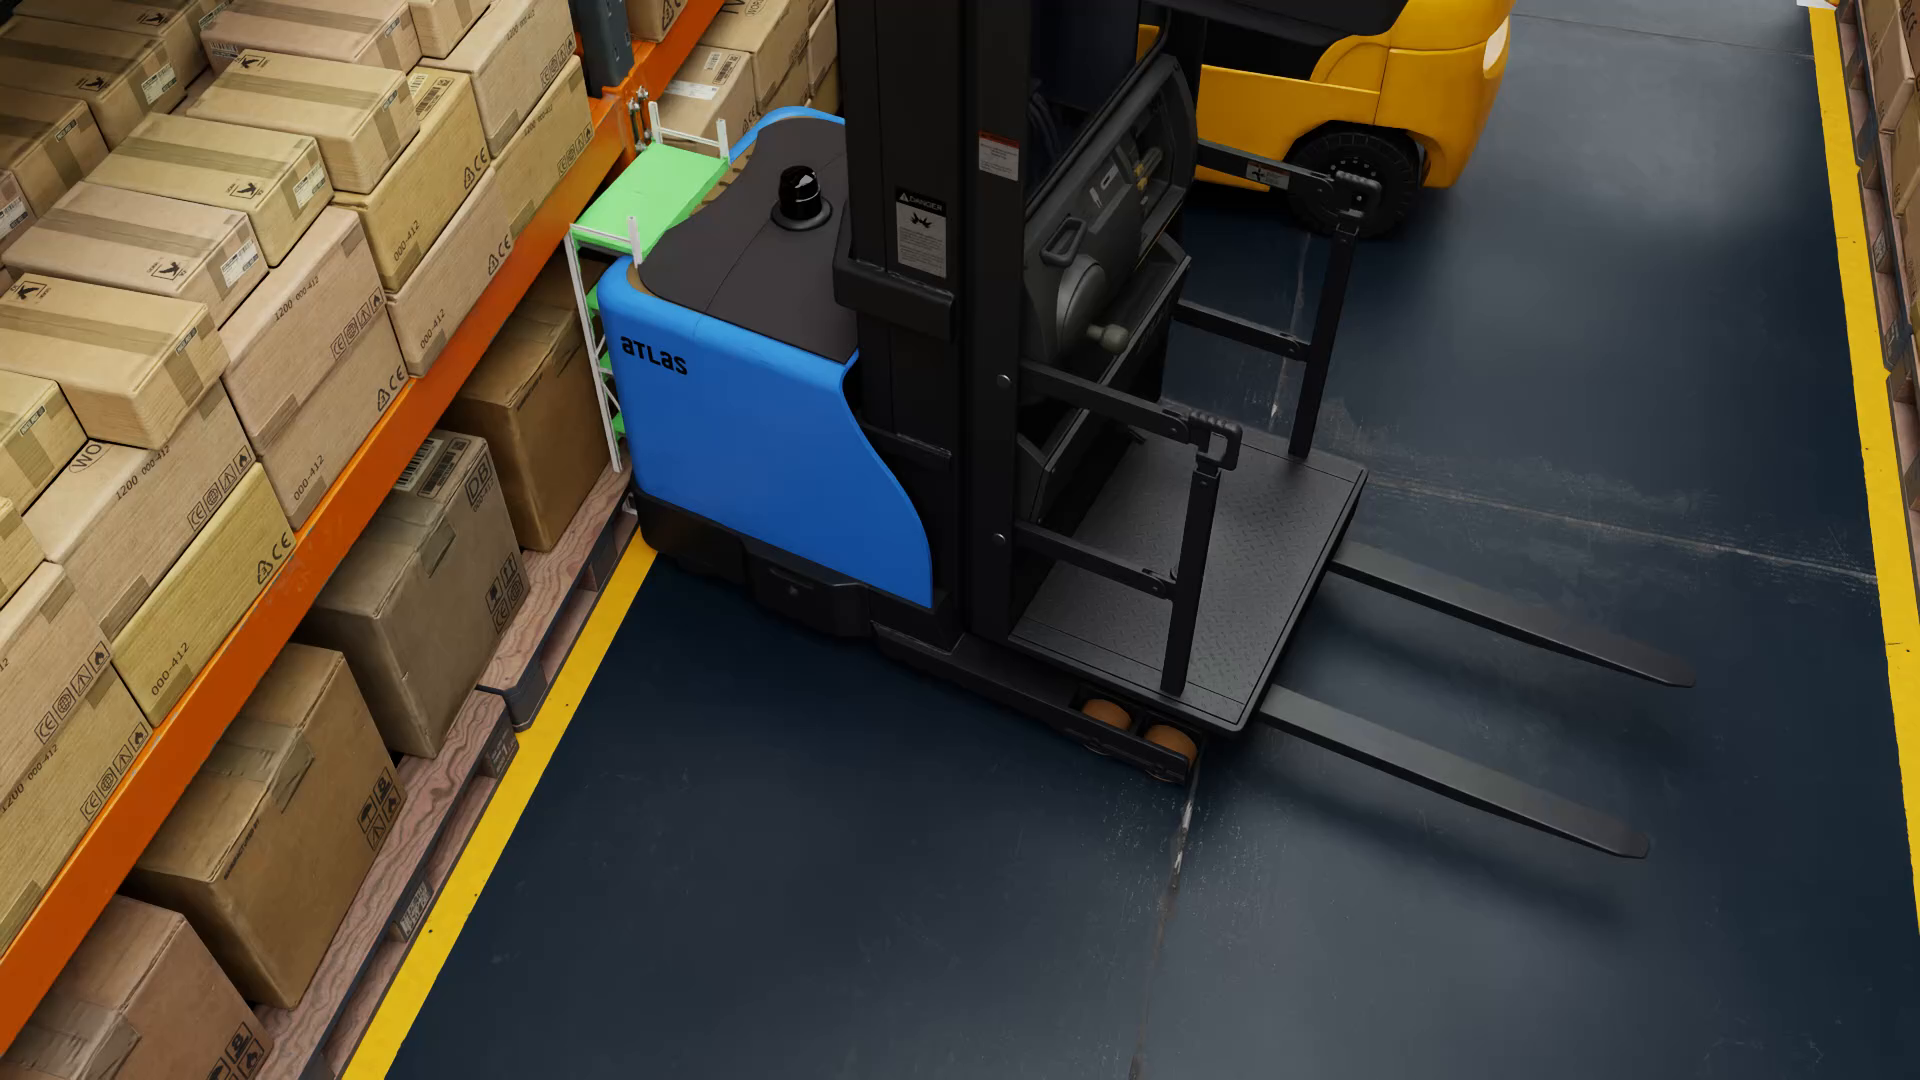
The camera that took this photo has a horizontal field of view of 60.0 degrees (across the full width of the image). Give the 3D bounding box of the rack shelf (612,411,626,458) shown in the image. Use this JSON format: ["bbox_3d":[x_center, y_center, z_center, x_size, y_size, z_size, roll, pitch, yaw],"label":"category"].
[{"bbox_3d":[-0.866,-0.430,5.200,0.258,0.148,0.480,17,50,15],"label":"rack shelf"}]

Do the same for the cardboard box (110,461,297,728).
[{"bbox_3d":[-1.705,0.049,3.306,0.500,0.250,0.500,13,50,11],"label":"cardboard box"}]

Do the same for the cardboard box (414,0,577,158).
[{"bbox_3d":[-1.291,-1.219,4.092,0.500,0.250,0.500,11,49,9],"label":"cardboard box"}]

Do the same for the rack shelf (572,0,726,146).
[{"bbox_3d":[-0.882,-2.718,6.128,1.077,0.370,4.000,12,50,10],"label":"rack shelf"}]

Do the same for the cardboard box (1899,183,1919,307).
[{"bbox_3d":[3.546,-0.996,5.682,0.500,0.250,0.500,12,50,11],"label":"cardboard box"}]

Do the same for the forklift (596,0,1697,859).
[{"bbox_3d":[0.555,-0.754,3.961,3.031,2.935,1.130,21,52,18],"label":"forklift"}]

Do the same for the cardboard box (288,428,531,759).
[{"bbox_3d":[-1.747,0.077,4.485,0.875,0.625,0.625,11,50,10],"label":"cardboard box"}]

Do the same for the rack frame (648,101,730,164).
[{"bbox_3d":[-0.771,-0.801,5.128,0.240,1.200,0.015,17,50,15],"label":"rack frame"}]

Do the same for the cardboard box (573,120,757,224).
[{"bbox_3d":[-0.984,-1.193,5.522,0.500,0.250,0.500,11,50,10],"label":"cardboard box"}]

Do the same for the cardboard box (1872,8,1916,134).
[{"bbox_3d":[3.813,-1.758,6.355,0.500,0.250,0.500,13,50,11],"label":"cardboard box"}]

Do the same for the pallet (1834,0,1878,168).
[{"bbox_3d":[4.166,-1.867,6.757,1.003,0.211,1.213,12,50,10],"label":"pallet"}]

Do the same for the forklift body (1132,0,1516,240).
[{"bbox_3d":[0.905,-2.390,5.925,2.313,2.155,1.214,12,50,10],"label":"forklift body"}]

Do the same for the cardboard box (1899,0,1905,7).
[{"bbox_3d":[3.949,-2.357,6.383,0.500,0.500,0.500,10,49,9],"label":"cardboard box"}]

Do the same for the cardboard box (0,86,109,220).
[{"bbox_3d":[-2.033,-0.817,3.471,0.380,0.149,0.250,12,50,10],"label":"cardboard box"}]

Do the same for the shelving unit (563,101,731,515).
[{"bbox_3d":[-0.866,-0.635,4.976,0.258,1.200,0.503,17,50,15],"label":"shelving unit"}]

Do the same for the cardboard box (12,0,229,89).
[{"bbox_3d":[-1.896,-1.181,3.792,0.380,0.149,0.250,11,50,10],"label":"cardboard box"}]

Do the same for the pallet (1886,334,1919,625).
[{"bbox_3d":[3.524,-0.102,5.200,1.003,0.211,1.213,12,50,10],"label":"pallet"}]

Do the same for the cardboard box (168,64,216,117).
[{"bbox_3d":[-1.932,-0.947,3.852,0.500,0.250,0.500,11,50,10],"label":"cardboard box"}]

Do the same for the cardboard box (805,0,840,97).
[{"bbox_3d":[-0.710,-1.919,6.163,0.500,0.250,0.500,11,50,10],"label":"cardboard box"}]

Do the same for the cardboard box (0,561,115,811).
[{"bbox_3d":[-1.821,0.259,2.788,0.500,0.250,0.500,10,49,9],"label":"cardboard box"}]

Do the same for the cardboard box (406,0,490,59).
[{"bbox_3d":[-1.335,-1.276,3.876,0.380,0.149,0.250,11,49,9],"label":"cardboard box"}]

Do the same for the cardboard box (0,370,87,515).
[{"bbox_3d":[-1.789,-0.179,2.908,0.380,0.149,0.250,12,50,10],"label":"cardboard box"}]

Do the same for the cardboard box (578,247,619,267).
[{"bbox_3d":[-0.962,-1.023,5.706,0.500,0.250,0.500,12,50,10],"label":"cardboard box"}]

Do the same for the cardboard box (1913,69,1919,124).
[{"bbox_3d":[3.676,-1.616,5.730,0.500,0.500,0.500,12,50,11],"label":"cardboard box"}]

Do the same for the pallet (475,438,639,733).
[{"bbox_3d":[-1.565,-0.046,5.150,1.003,0.211,1.213,12,50,10],"label":"pallet"}]

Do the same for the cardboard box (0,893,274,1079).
[{"bbox_3d":[-2.120,1.108,3.575,0.875,0.625,0.625,13,50,11],"label":"cardboard box"}]

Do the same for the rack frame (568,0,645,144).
[{"bbox_3d":[-1.409,-1.509,4.581,1.000,3.000,0.127,12,50,10],"label":"rack frame"}]

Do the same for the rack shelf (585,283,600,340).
[{"bbox_3d":[-0.866,-0.754,4.846,0.258,0.148,0.480,17,50,15],"label":"rack shelf"}]

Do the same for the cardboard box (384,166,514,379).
[{"bbox_3d":[-1.416,-0.679,3.948,0.500,0.250,0.500,11,50,10],"label":"cardboard box"}]

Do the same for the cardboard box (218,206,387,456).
[{"bbox_3d":[-1.560,-0.477,3.437,0.500,0.250,0.500,12,50,11],"label":"cardboard box"}]

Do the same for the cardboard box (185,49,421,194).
[{"bbox_3d":[-1.391,-0.893,3.538,0.380,0.149,0.250,10,49,9],"label":"cardboard box"}]

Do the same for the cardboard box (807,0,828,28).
[{"bbox_3d":[-0.715,-2.087,5.978,0.500,0.250,0.500,13,50,11],"label":"cardboard box"}]

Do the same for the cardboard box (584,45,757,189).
[{"bbox_3d":[-0.979,-1.357,5.334,0.500,0.250,0.500,11,49,9],"label":"cardboard box"}]

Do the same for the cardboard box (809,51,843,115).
[{"bbox_3d":[-0.723,-1.768,6.364,0.500,0.250,0.500,12,50,11],"label":"cardboard box"}]

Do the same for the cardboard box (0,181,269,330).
[{"bbox_3d":[-1.592,-0.536,3.223,0.380,0.149,0.250,12,50,10],"label":"cardboard box"}]
